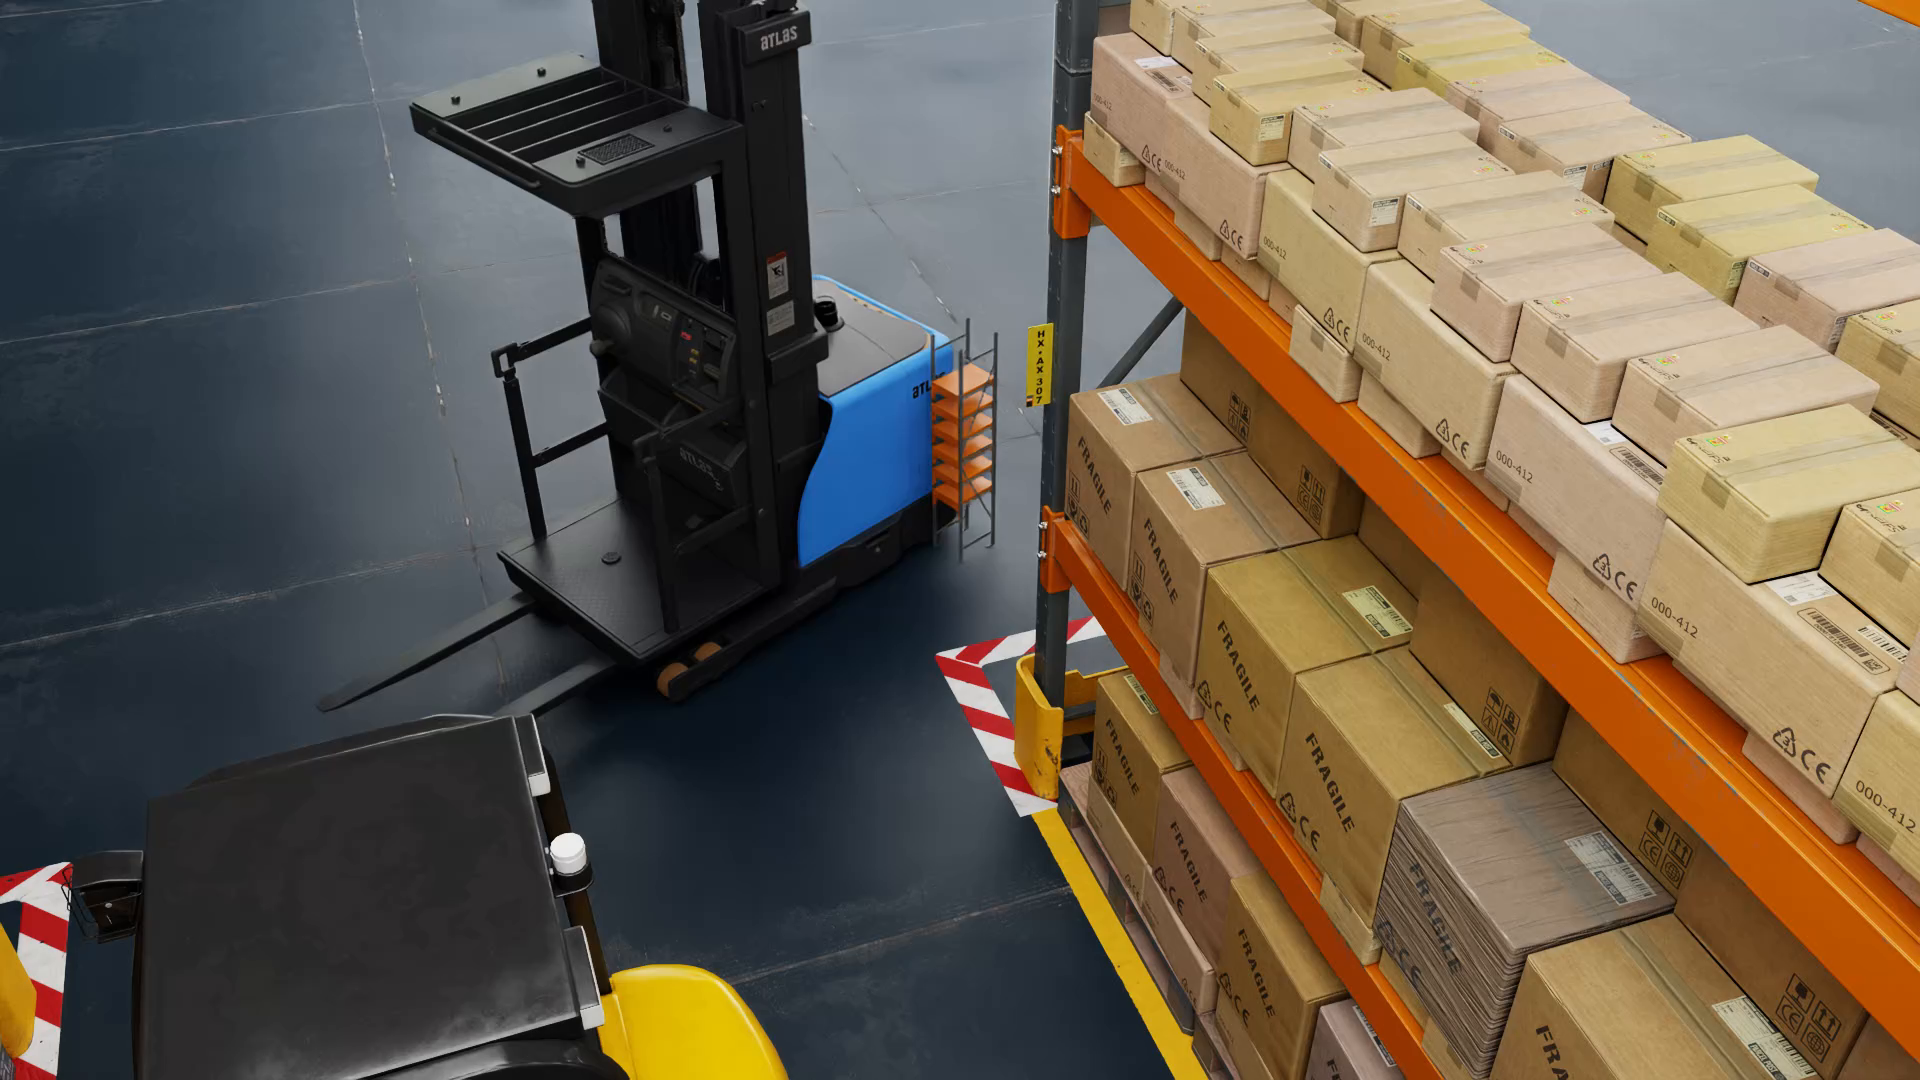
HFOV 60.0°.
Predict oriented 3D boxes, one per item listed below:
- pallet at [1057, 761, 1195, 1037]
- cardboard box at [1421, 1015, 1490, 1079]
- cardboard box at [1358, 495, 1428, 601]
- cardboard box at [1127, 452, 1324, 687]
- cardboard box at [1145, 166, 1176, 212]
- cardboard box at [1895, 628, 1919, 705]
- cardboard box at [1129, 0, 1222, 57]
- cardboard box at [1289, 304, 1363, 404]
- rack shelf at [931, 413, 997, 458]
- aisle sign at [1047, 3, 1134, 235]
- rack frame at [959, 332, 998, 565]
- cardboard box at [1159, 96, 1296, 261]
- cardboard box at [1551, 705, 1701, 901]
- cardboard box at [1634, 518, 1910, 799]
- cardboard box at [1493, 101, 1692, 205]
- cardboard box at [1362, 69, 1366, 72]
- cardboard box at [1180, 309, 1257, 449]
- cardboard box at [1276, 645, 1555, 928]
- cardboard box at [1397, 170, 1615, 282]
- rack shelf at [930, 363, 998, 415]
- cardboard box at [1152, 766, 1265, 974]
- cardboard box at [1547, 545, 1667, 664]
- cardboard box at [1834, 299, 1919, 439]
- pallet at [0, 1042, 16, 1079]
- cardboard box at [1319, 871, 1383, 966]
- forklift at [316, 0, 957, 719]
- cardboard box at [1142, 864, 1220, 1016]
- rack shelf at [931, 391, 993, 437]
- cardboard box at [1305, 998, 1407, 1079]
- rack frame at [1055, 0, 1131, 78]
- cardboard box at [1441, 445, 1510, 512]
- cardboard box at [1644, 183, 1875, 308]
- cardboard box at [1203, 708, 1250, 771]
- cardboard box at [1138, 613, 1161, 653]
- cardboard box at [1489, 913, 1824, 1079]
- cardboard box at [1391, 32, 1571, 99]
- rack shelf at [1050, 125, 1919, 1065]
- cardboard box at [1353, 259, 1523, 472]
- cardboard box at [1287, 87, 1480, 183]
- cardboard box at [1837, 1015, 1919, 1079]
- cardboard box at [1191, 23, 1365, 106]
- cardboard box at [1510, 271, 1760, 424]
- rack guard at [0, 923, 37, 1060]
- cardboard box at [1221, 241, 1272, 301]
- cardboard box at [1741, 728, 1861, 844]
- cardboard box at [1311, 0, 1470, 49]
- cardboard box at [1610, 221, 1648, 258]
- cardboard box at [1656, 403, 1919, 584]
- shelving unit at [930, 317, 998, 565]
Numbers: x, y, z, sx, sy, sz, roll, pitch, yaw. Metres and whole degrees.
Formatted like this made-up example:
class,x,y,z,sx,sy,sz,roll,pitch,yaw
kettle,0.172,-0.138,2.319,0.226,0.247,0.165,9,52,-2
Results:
class,x,y,z,sx,sy,sz,roll,pitch,yaw
pallet,1.065,1.243,6.424,1.003,0.211,1.213,-12,39,-16
cardboard box,1.419,1.288,4.255,0.380,0.149,0.250,-13,39,-17
cardboard box,1.612,-0.140,4.782,0.700,0.500,0.500,-13,39,-16
cardboard box,0.876,0.078,5.322,0.500,0.500,0.500,-11,38,-15
cardboard box,0.776,-1.093,4.924,0.380,0.149,0.250,-14,39,-17
cardboard box,1.693,0.199,2.546,0.380,0.149,0.250,-13,39,-17
cardboard box,0.723,-1.553,4.872,0.380,0.149,0.250,-13,39,-16
cardboard box,1.050,-0.494,4.128,0.380,0.149,0.250,-12,39,-15
rack shelf,0.019,-0.511,7.805,0.258,0.103,0.180,-30,46,-34
aisle sign,0.480,-1.389,5.440,0.394,0.787,0.004,-12,39,-16
rack frame,0.083,-0.411,7.798,0.240,1.200,0.006,-30,46,-34
cardboard box,0.879,-1.011,4.484,0.500,0.250,0.500,-13,39,-17
cardboard box,1.918,0.446,4.004,0.700,0.500,0.500,-13,39,-17
cardboard box,1.589,0.144,2.950,0.500,0.250,0.500,-13,39,-17
cardboard box,1.525,-0.925,4.038,0.380,0.149,0.250,-14,39,-17
cardboard box,1.221,-1.404,5.005,0.500,0.250,0.500,-13,39,-17
cardboard box,1.173,-0.695,5.518,0.700,0.500,0.500,-13,39,-17
cardboard box,1.235,0.652,4.562,0.500,0.500,0.500,-13,39,-17
cardboard box,1.217,-0.687,3.722,0.380,0.149,0.250,-12,39,-15
rack shelf,0.019,-0.702,7.661,0.258,0.103,0.180,-30,46,-34
cardboard box,1.003,1.072,5.647,0.500,0.500,0.500,-14,39,-18
cardboard box,1.433,0.083,3.363,0.380,0.149,0.250,-11,38,-15
cardboard box,1.969,-0.358,3.284,0.380,0.149,0.250,-14,39,-17
pallet,-3.564,2.187,5.171,1.003,0.211,1.213,-12,39,-16
cardboard box,1.237,1.000,4.638,0.380,0.149,0.250,-12,39,-16
forklift,-1.403,-0.814,6.895,1.130,2.935,3.031,30,46,34
cardboard box,0.979,1.354,5.896,0.500,0.250,0.500,-11,38,-14
rack shelf,0.019,-0.606,7.733,0.258,0.103,0.180,-30,46,-34
cardboard box,1.360,1.657,4.870,0.500,0.500,0.500,-10,38,-14
rack frame,0.792,-2.776,4.456,1.000,3.000,0.127,-12,39,-16
cardboard box,1.331,-0.226,3.773,0.380,0.149,0.250,-13,39,-16
cardboard box,1.754,-0.643,3.664,0.380,0.149,0.250,-12,39,-15
cardboard box,0.995,0.554,5.231,0.380,0.149,0.250,-11,38,-15
cardboard box,0.830,0.262,5.618,0.380,0.149,0.250,-14,39,-17
cardboard box,1.599,1.232,3.791,0.500,0.500,0.500,-11,38,-14
cardboard box,1.382,-1.218,4.427,0.380,0.149,0.250,-12,39,-16
rack shelf,1.481,-0.161,4.075,1.077,0.370,4.000,-12,39,-16
cardboard box,1.238,-0.431,3.713,0.500,0.250,0.500,-12,39,-15
cardboard box,1.044,-0.983,4.115,0.380,0.149,0.250,-13,39,-16
cardboard box,2.221,1.028,3.230,0.700,0.500,0.500,-13,39,-16
cardboard box,0.853,-1.260,4.483,0.380,0.149,0.250,-12,39,-16
cardboard box,1.345,-0.389,3.327,0.380,0.149,0.250,-12,39,-15
rack guard,-3.875,1.635,5.664,1.175,0.500,0.348,-12,39,-16
cardboard box,0.943,-0.802,4.537,0.380,0.149,0.250,-13,39,-16
cardboard box,1.659,0.367,2.986,0.380,0.149,0.250,-12,39,-15
cardboard box,1.239,-1.513,4.818,0.380,0.149,0.250,-12,39,-15
cardboard box,1.752,-0.542,3.861,0.500,0.250,0.500,-12,39,-16
cardboard box,1.475,-0.086,2.924,0.380,0.149,0.250,-11,38,-15
shelving unit,0.019,-0.450,7.850,0.258,1.200,0.189,-30,46,-34
